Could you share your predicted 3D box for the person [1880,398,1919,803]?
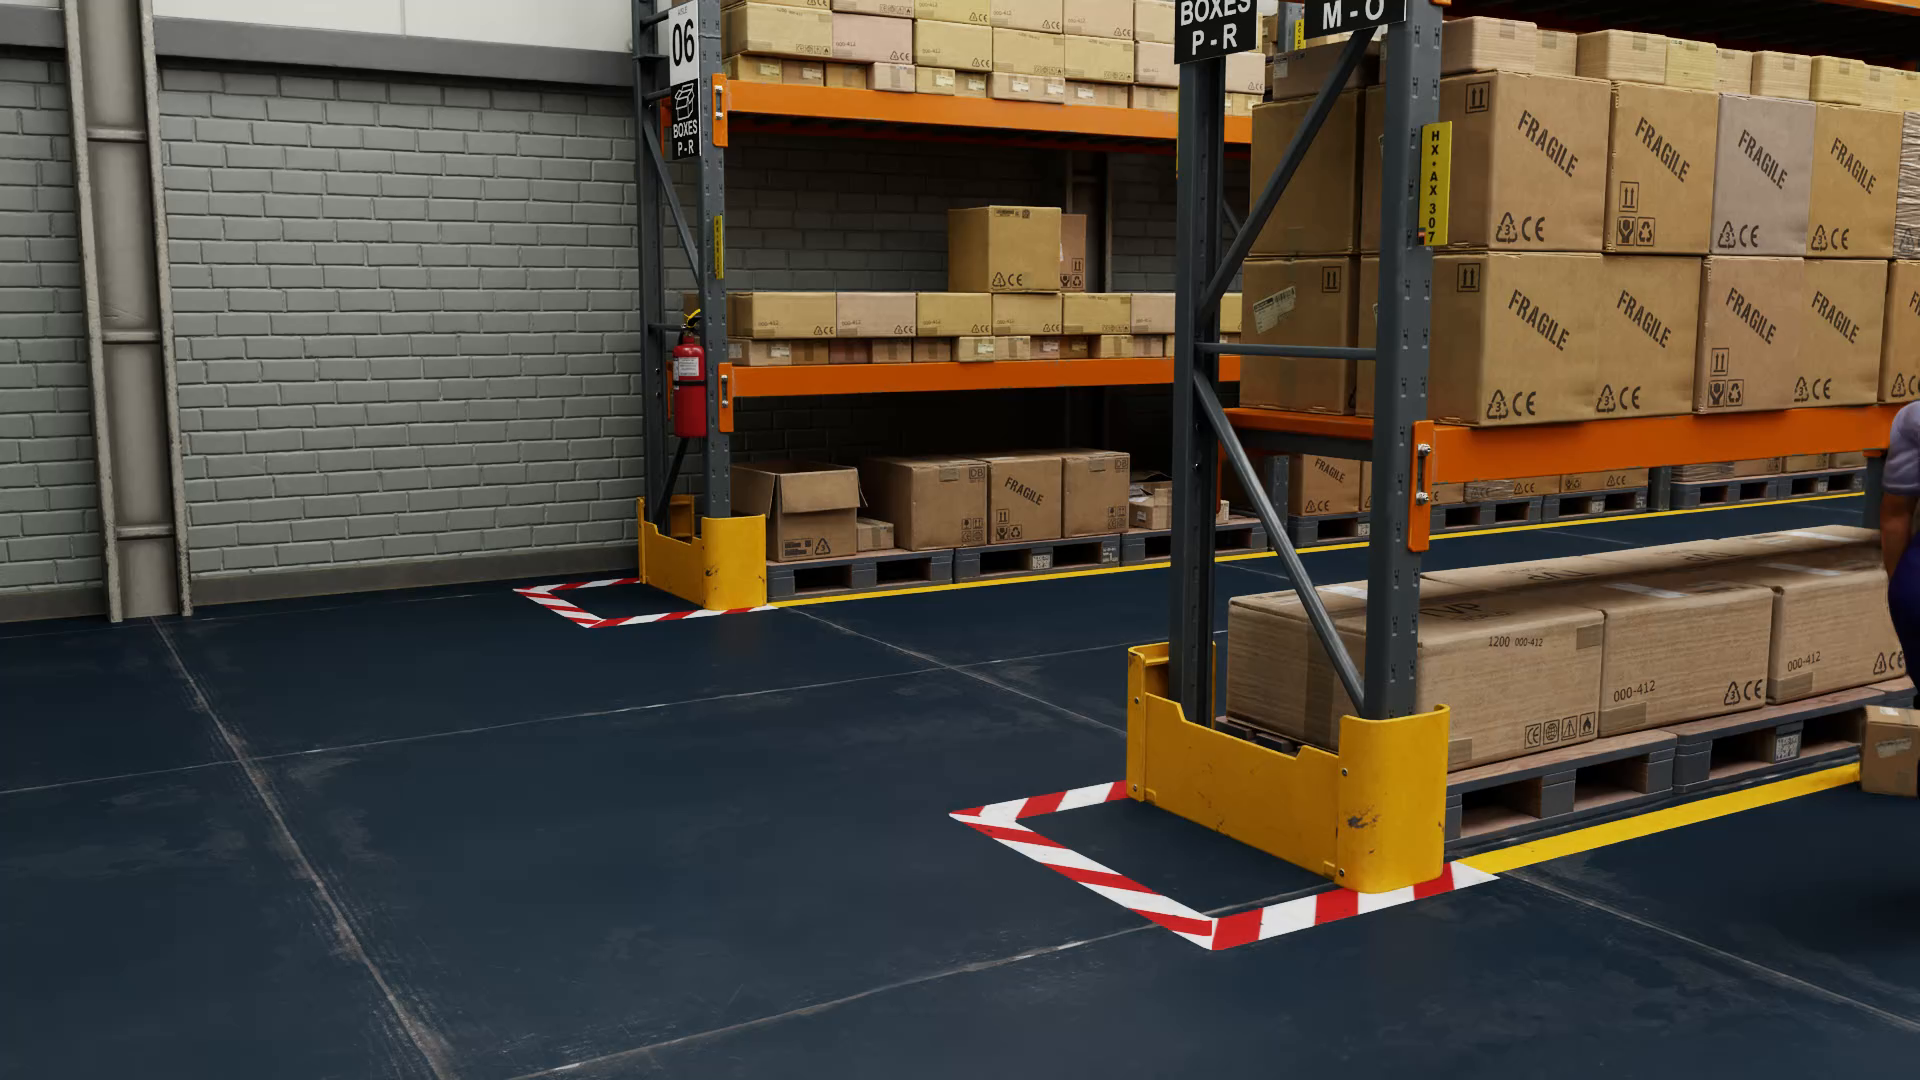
[{"bbox_3d":[2.798,0.171,4.583,0.483,1.640,0.521,-5,10,-33],"label":"person"}]
